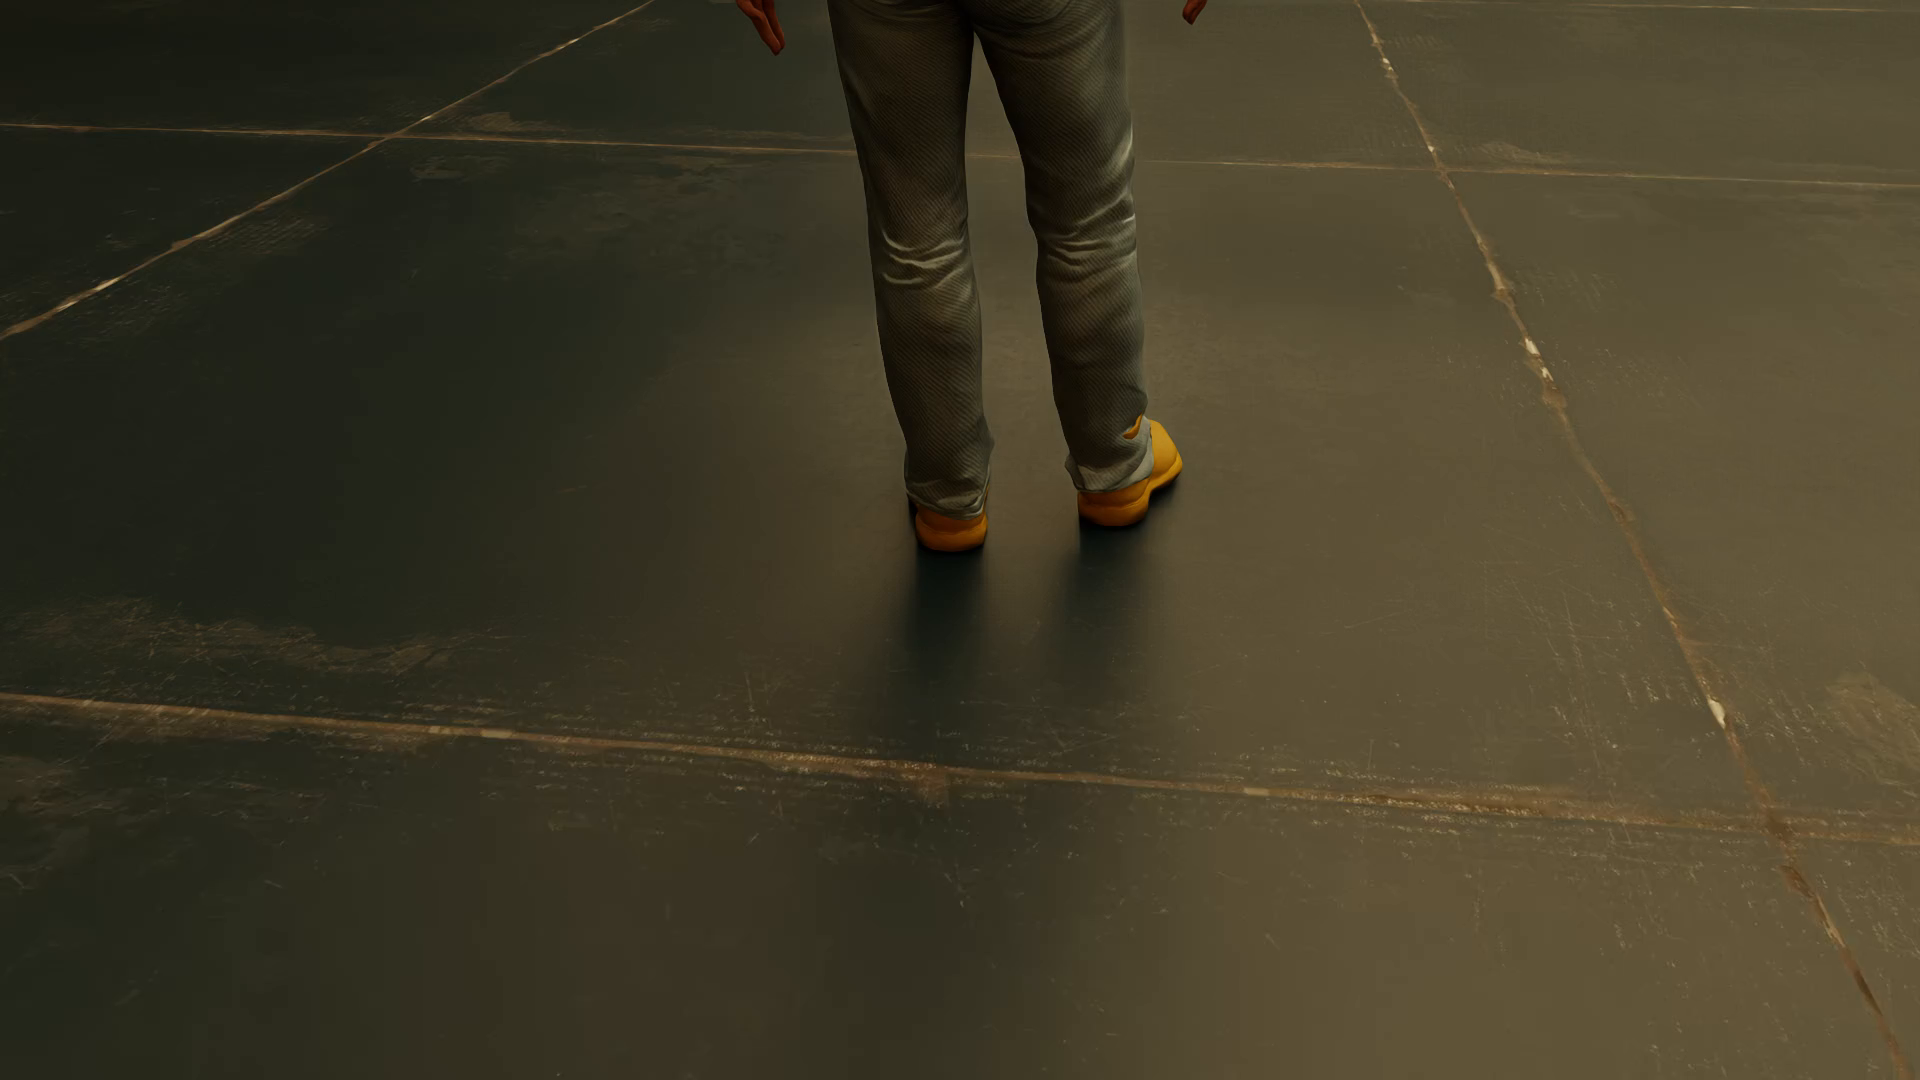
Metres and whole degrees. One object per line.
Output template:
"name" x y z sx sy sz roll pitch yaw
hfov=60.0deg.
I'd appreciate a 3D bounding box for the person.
"person" 0.015 -0.827 2.163 0.665 1.765 0.577 3 27 7
